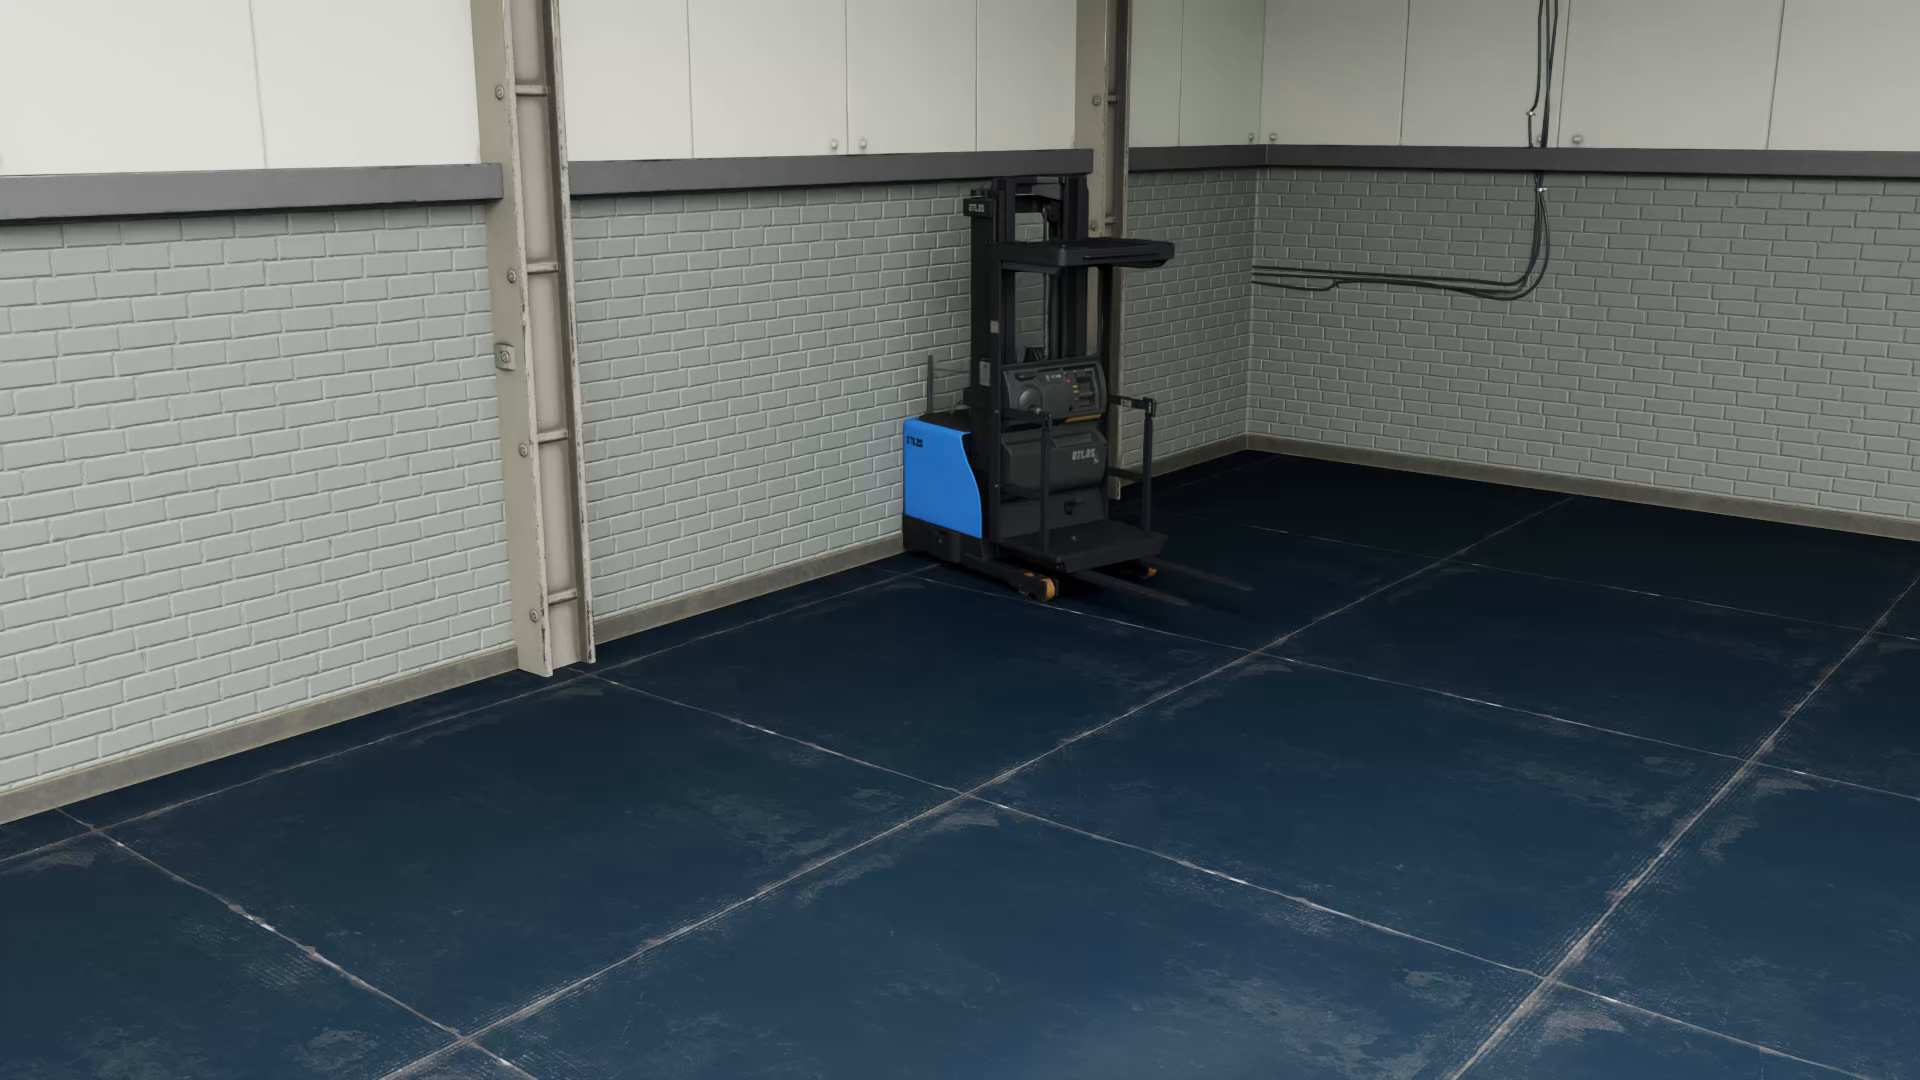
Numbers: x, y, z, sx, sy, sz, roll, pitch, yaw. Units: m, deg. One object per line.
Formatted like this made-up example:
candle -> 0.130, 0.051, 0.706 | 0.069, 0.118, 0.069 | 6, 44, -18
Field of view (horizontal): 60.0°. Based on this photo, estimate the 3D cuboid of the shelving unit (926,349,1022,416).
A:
shelving unit -> 0.254, -0.755, 13.497 | 0.587, 1.500, 1.083 | 11, 15, 41

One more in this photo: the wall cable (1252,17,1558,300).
wall cable -> 4.096, -3.578, 15.738 | 3.097, 2.526, 0.112 | 11, 18, 38

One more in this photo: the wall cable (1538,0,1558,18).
wall cable -> 6.200, -5.607, 13.469 | 3.097, 2.526, 0.112 | 11, 18, 38

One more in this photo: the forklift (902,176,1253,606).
forklift -> 0.832, -1.118, 12.073 | 1.130, 2.935, 3.031 | -11, 18, -36

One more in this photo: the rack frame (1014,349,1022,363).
rack frame -> 0.604, -0.820, 13.872 | 0.500, 1.500, 0.032 | 11, 15, 41

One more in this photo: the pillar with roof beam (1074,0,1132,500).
pillar with roof beam -> 4.564, -4.057, 11.318 | 9.100, 9.000, 0.400 | 11, 18, 38

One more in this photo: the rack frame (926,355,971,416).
rack frame -> -0.084, -0.691, 13.135 | 0.500, 1.500, 0.032 | 11, 15, 41

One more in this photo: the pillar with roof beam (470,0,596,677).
pillar with roof beam -> 0.793, -2.908, 6.795 | 9.100, 9.000, 0.400 | 11, 18, 38
